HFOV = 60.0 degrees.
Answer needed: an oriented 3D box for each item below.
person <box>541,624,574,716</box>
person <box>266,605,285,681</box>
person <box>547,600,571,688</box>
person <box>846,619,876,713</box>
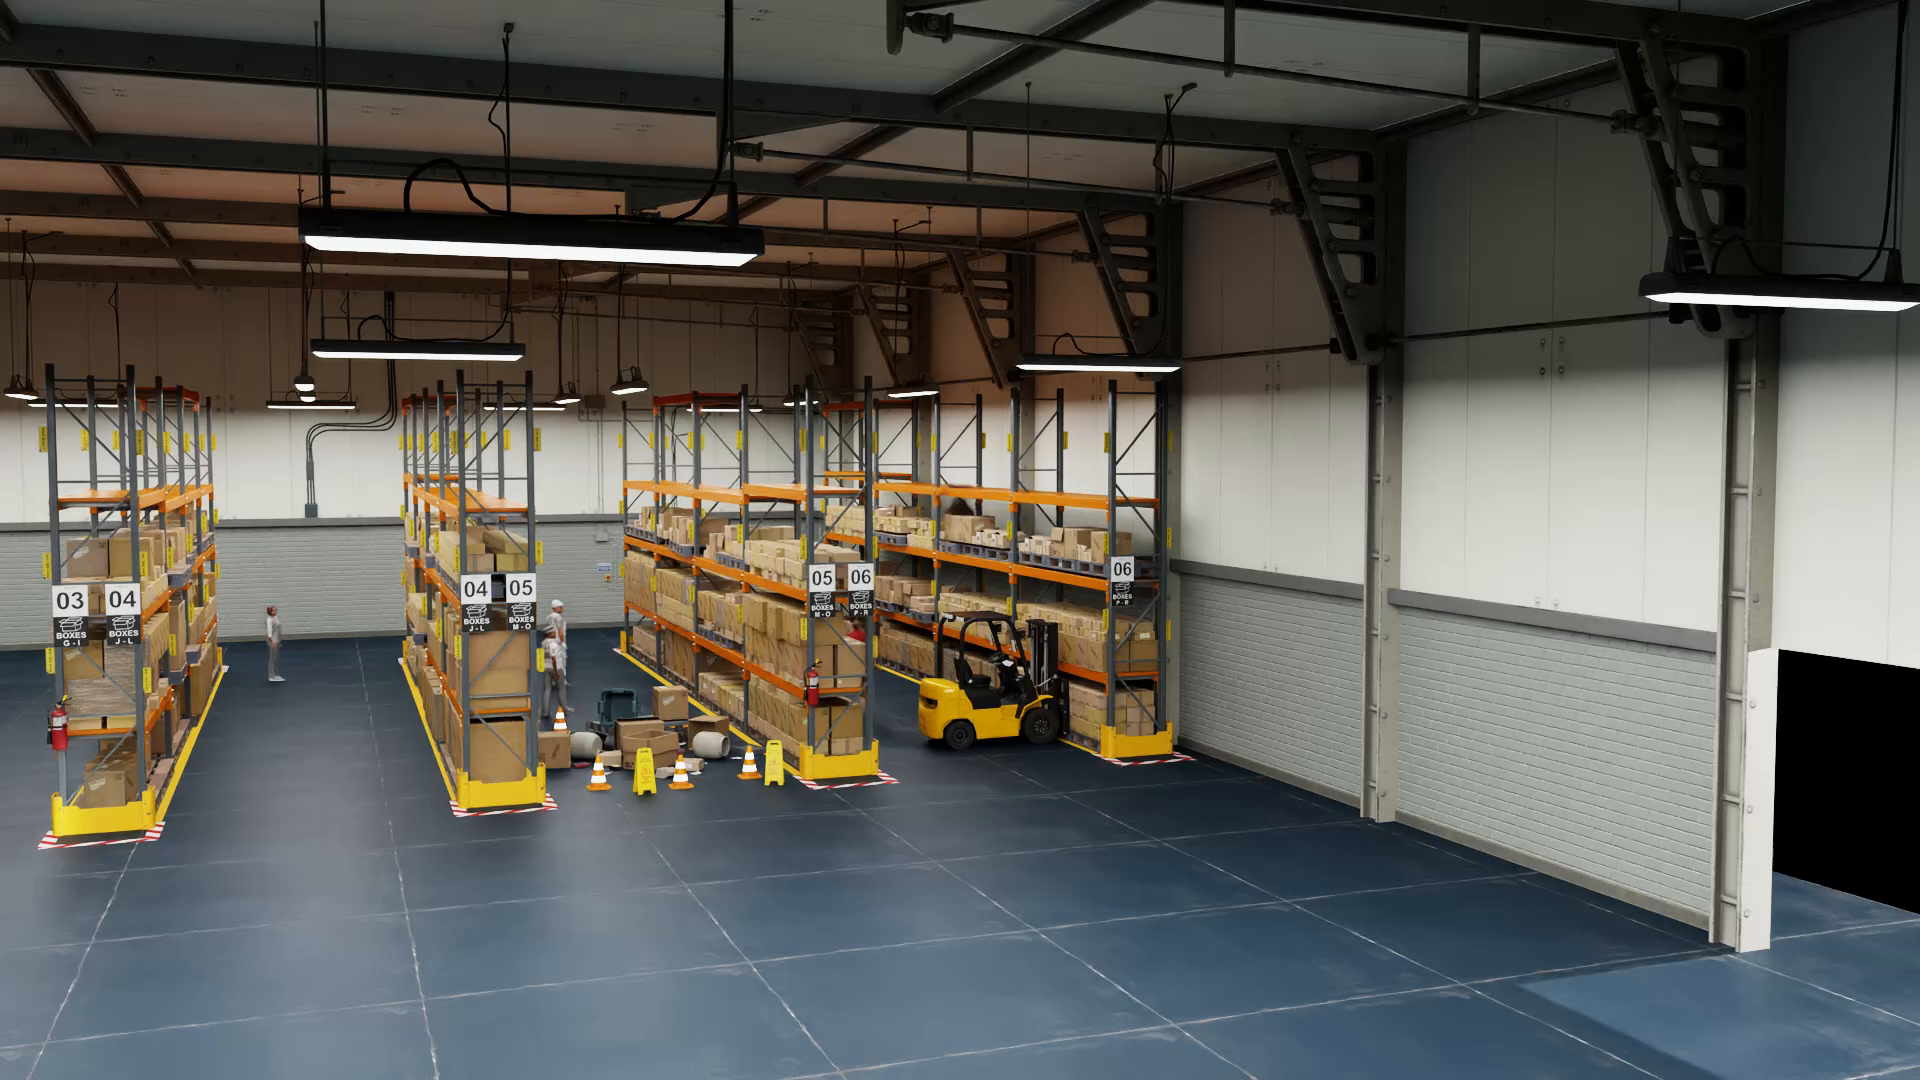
[{"bbox_3d":[-7.461,2.377,30.558,0.447,1.677,0.677,1,4,21],"label":"person"},{"bbox_3d":[-14.374,2.168,34.876,0.317,1.620,0.430,-1,3,-10],"label":"person"},{"bbox_3d":[-8.169,2.116,33.926,0.610,1.794,0.411,3,5,44],"label":"person"},{"bbox_3d":[-1.863,2.319,30.254,0.556,1.768,0.792,-1,4,-22],"label":"person"}]
